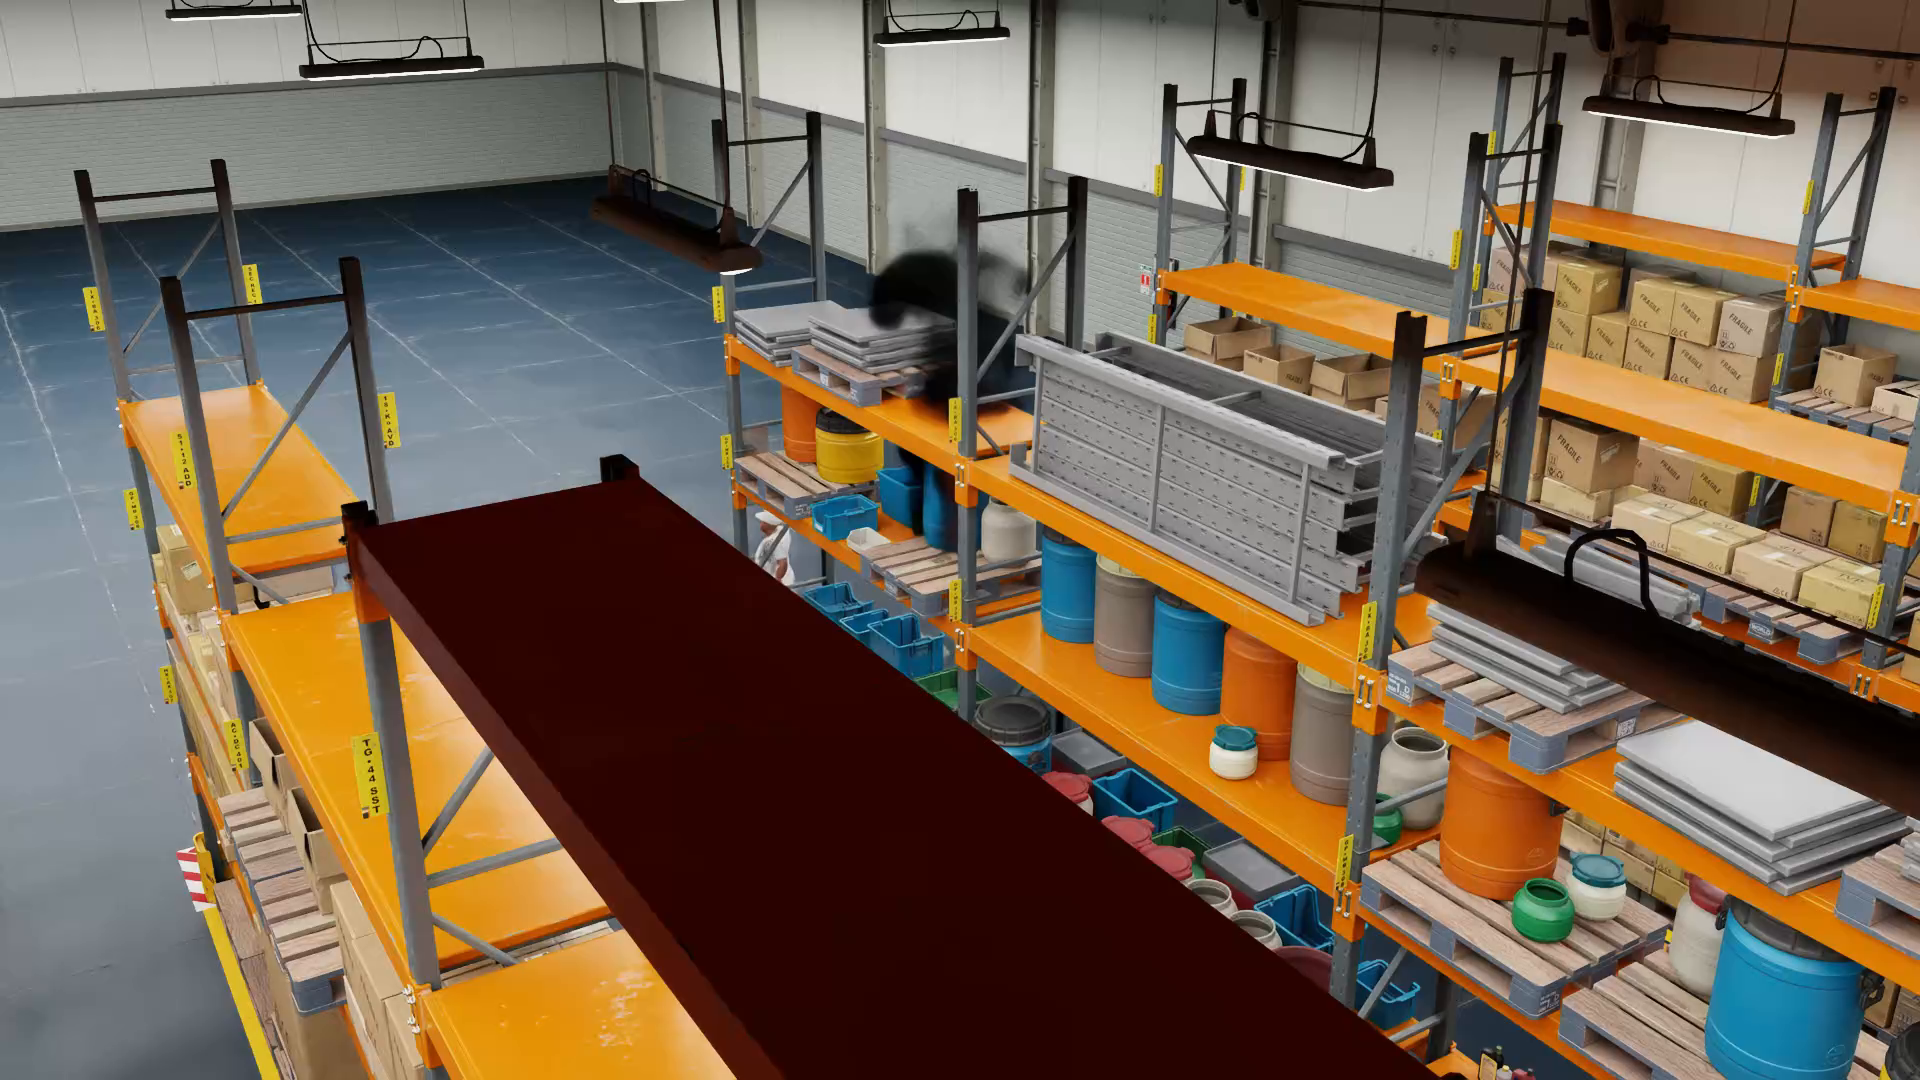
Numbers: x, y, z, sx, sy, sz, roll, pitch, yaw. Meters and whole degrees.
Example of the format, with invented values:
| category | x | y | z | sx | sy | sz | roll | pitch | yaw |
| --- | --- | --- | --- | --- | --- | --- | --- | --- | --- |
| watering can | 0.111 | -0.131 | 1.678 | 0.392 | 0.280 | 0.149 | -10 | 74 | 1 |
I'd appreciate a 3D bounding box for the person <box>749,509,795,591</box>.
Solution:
| category | x | y | z | sx | sy | sz | roll | pitch | yaw |
| --- | --- | --- | --- | --- | --- | --- | --- | --- | --- |
| person | -1.951 | 0.517 | 17.729 | 0.753 | 1.849 | 0.718 | 5 | 23 | 13 |
